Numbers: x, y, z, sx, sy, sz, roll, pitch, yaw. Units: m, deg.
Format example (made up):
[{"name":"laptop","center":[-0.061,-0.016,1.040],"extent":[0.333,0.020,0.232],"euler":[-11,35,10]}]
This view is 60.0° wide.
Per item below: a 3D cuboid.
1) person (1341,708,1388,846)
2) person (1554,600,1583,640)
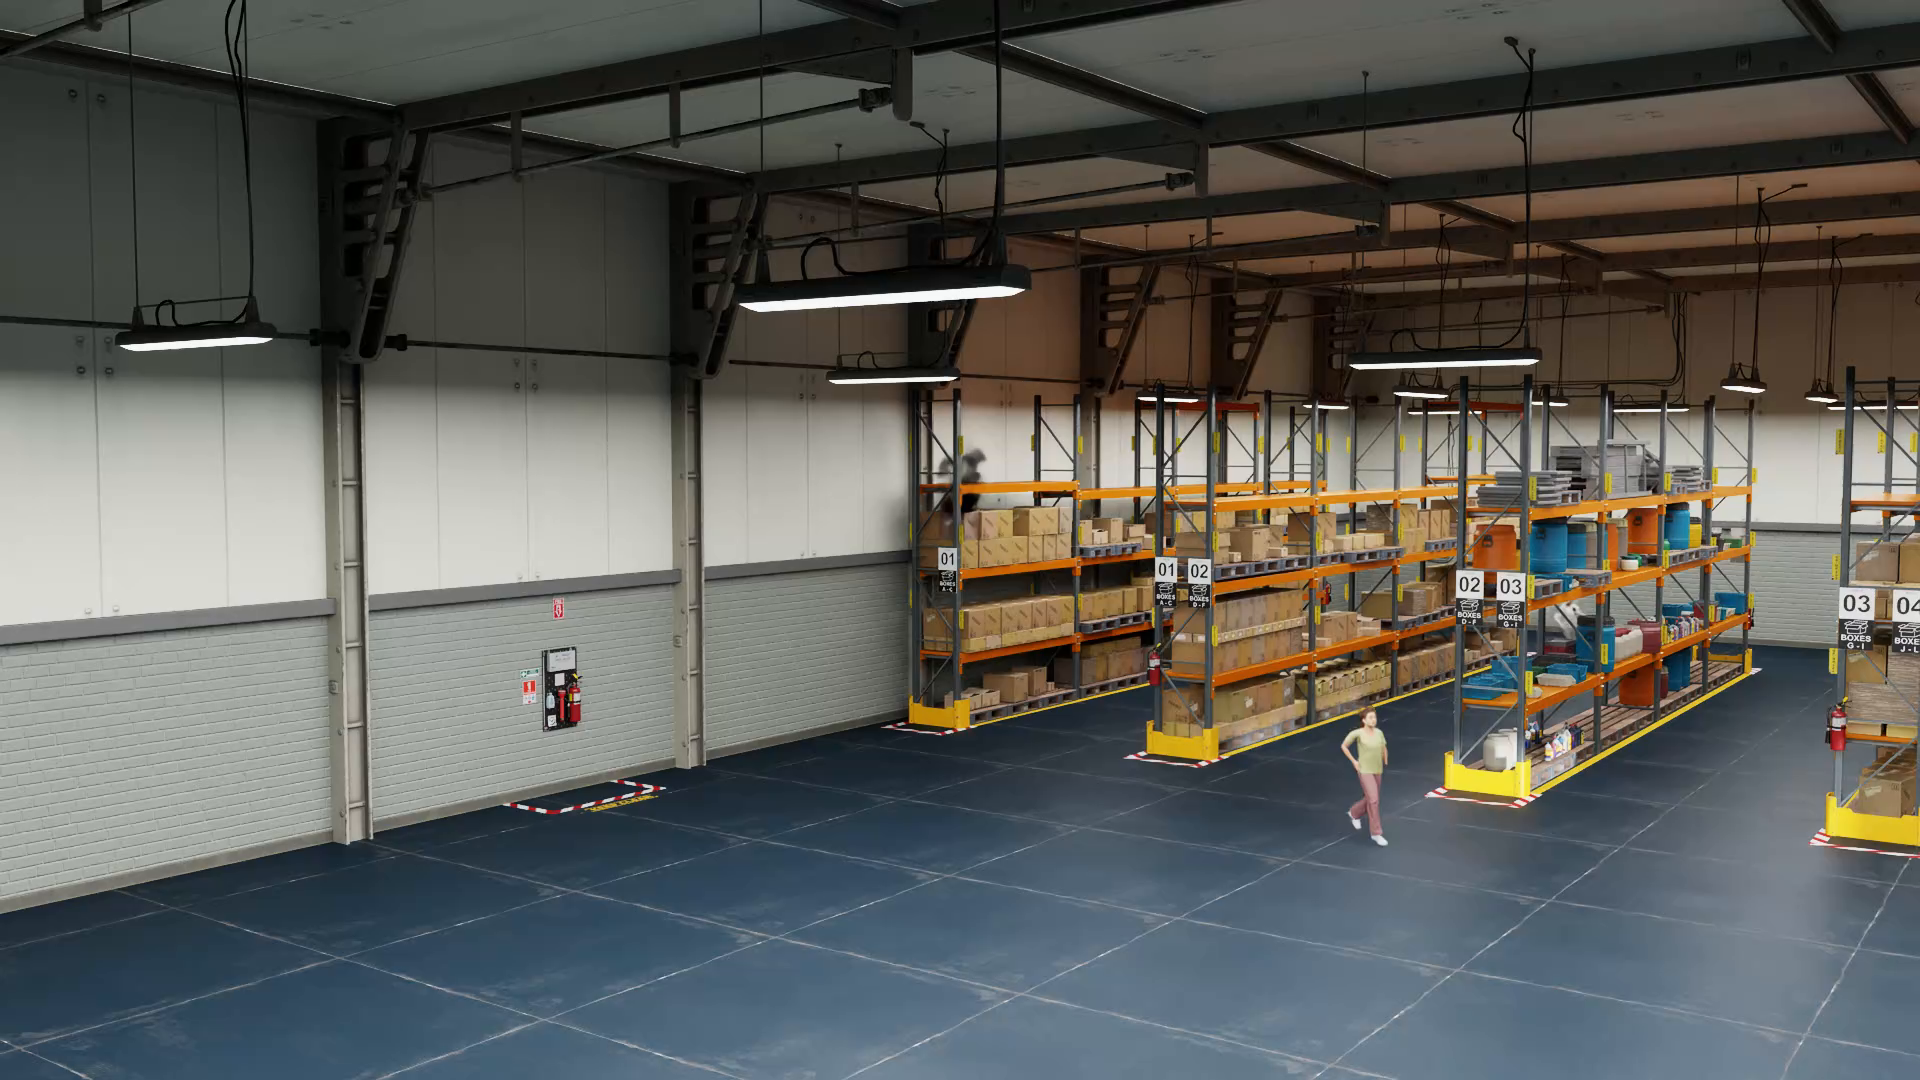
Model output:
[{"name":"person","center":[5.168,2.959,21.087],"extent":[0.586,1.671,0.876],"euler":[-1,4,-23]},{"name":"person","center":[13.953,2.014,38.059],"extent":[0.636,1.640,0.574],"euler":[1,3,14]}]
